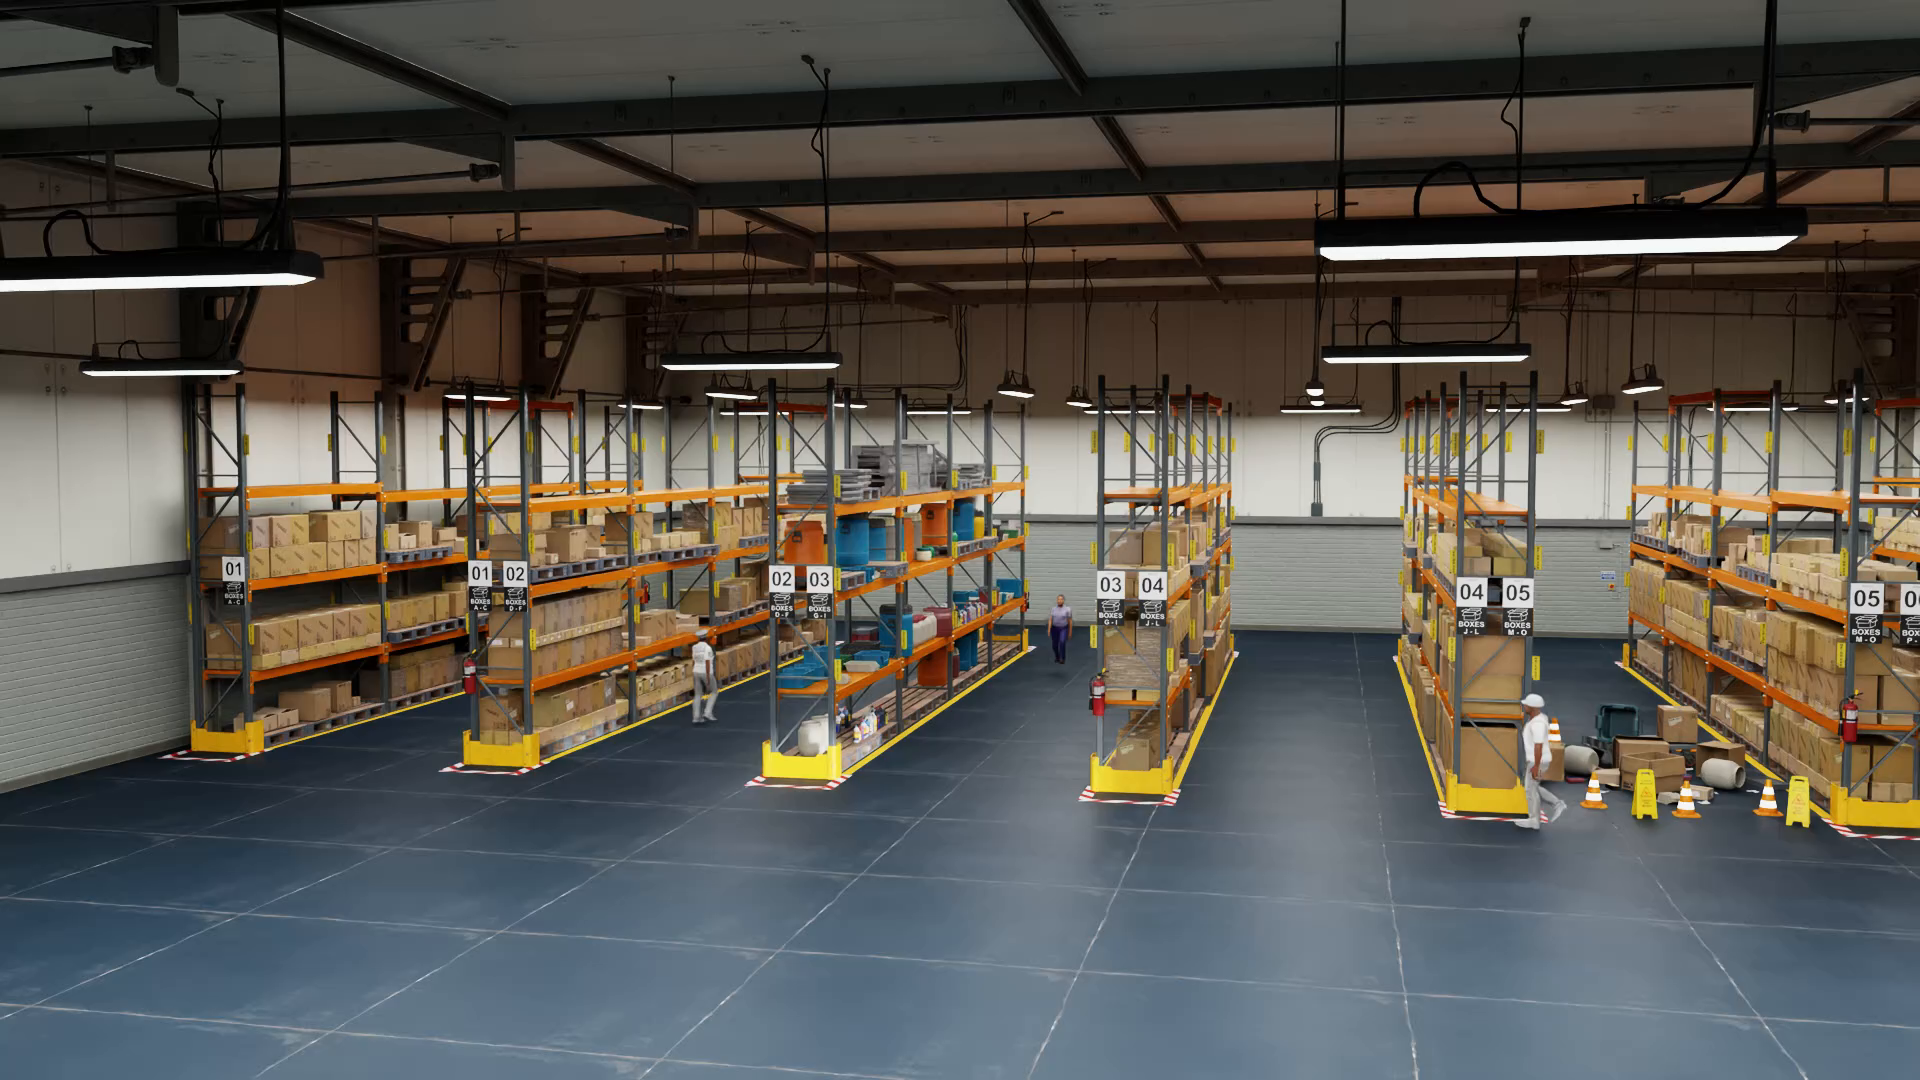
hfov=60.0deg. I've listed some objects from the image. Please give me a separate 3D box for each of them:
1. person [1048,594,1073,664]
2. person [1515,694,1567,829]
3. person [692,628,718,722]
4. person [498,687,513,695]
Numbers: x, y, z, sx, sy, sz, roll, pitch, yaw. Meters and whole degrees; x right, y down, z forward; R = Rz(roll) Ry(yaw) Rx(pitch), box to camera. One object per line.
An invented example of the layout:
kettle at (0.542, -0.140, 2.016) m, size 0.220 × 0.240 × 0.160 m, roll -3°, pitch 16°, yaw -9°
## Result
person at (2.184, 1.941, 36.094) m, size 0.518 × 1.524 × 1.043 m, roll 1°, pitch 3°, yaw 12°
person at (7.580, 2.876, 21.641) m, size 0.659 × 1.755 × 0.573 m, roll 1°, pitch 3°, yaw 14°
person at (-4.651, 2.448, 29.985) m, size 0.475 × 1.683 × 0.519 m, roll 2°, pitch 4°, yaw 25°
person at (-9.007, 2.303, 32.963) m, size 0.523 × 1.651 × 0.639 m, roll 0°, pitch 3°, yaw -1°
